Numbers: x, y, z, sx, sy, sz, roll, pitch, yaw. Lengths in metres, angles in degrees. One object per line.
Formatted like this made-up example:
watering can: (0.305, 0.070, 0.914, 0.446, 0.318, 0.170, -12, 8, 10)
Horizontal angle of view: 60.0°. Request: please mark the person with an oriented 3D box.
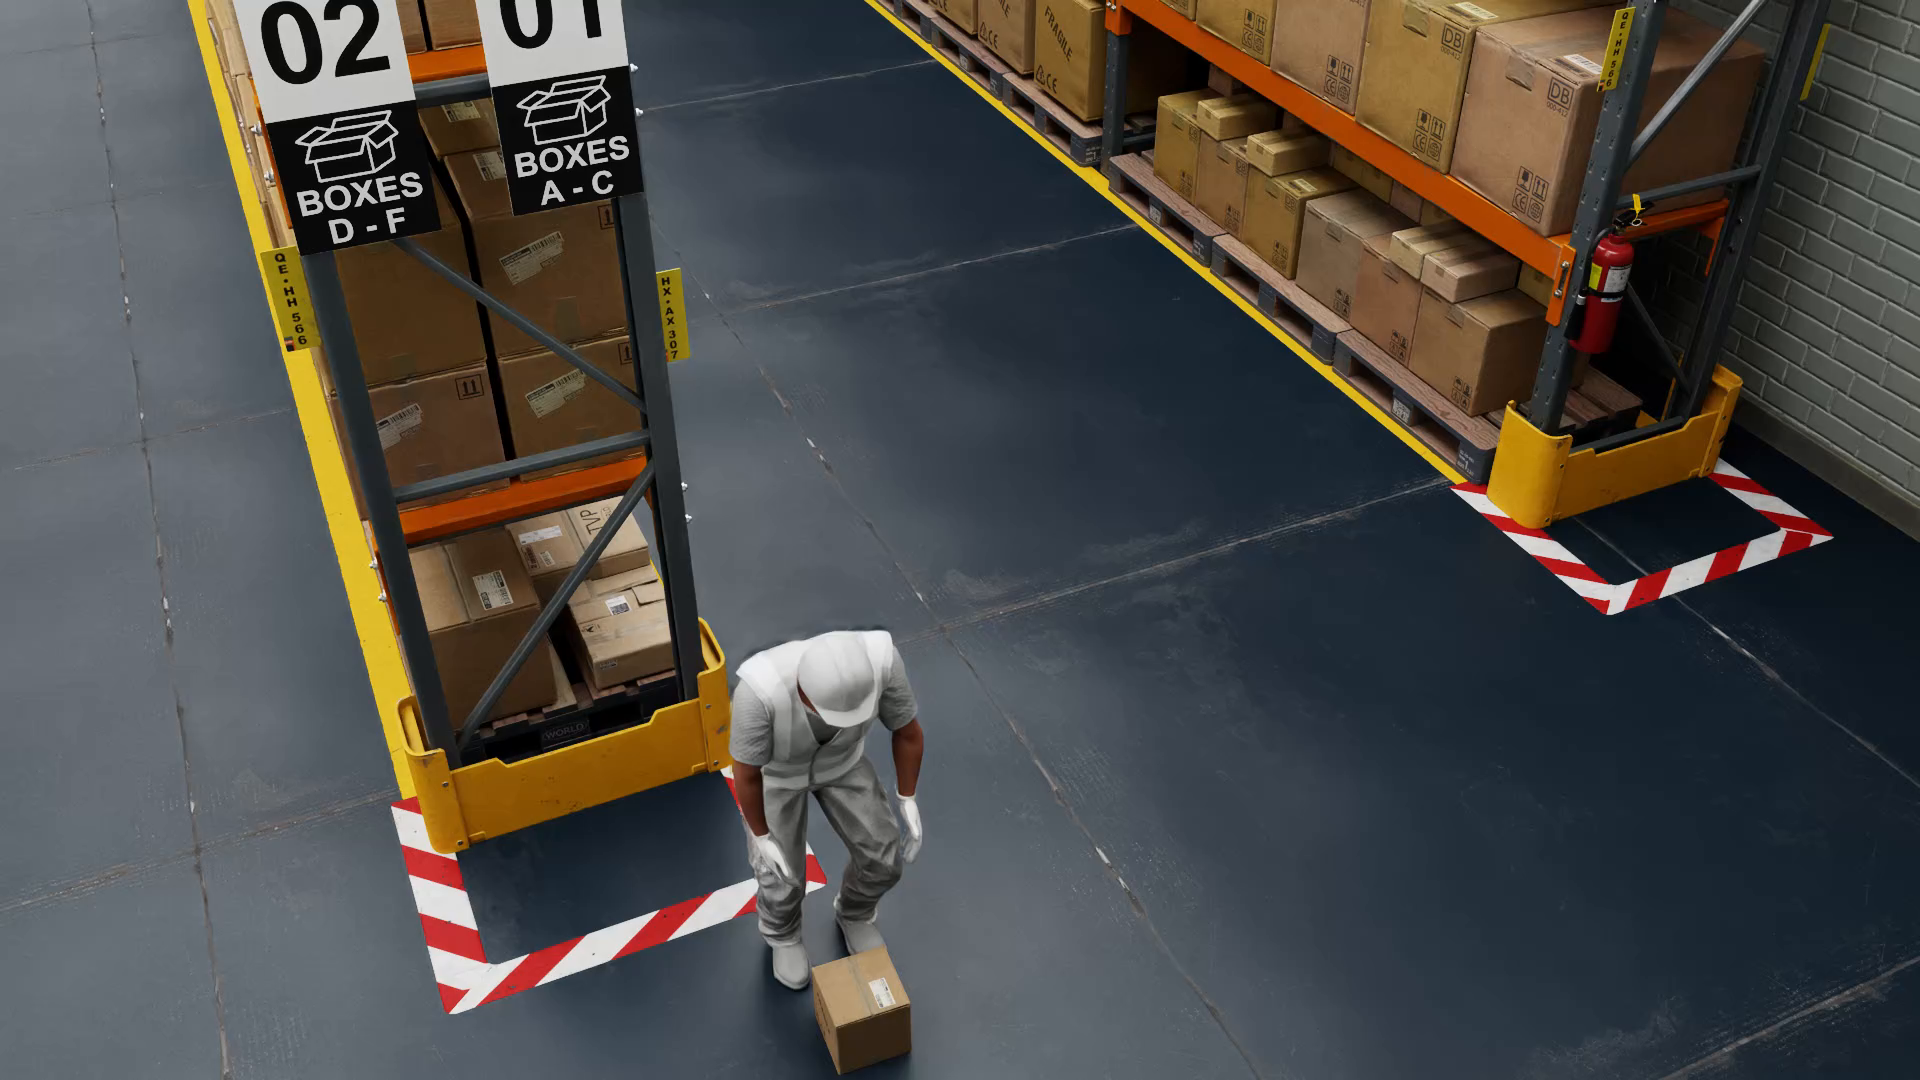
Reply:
person: (-0.424, 0.785, 5.282, 0.607, 1.552, 0.674, -12, 39, -16)
